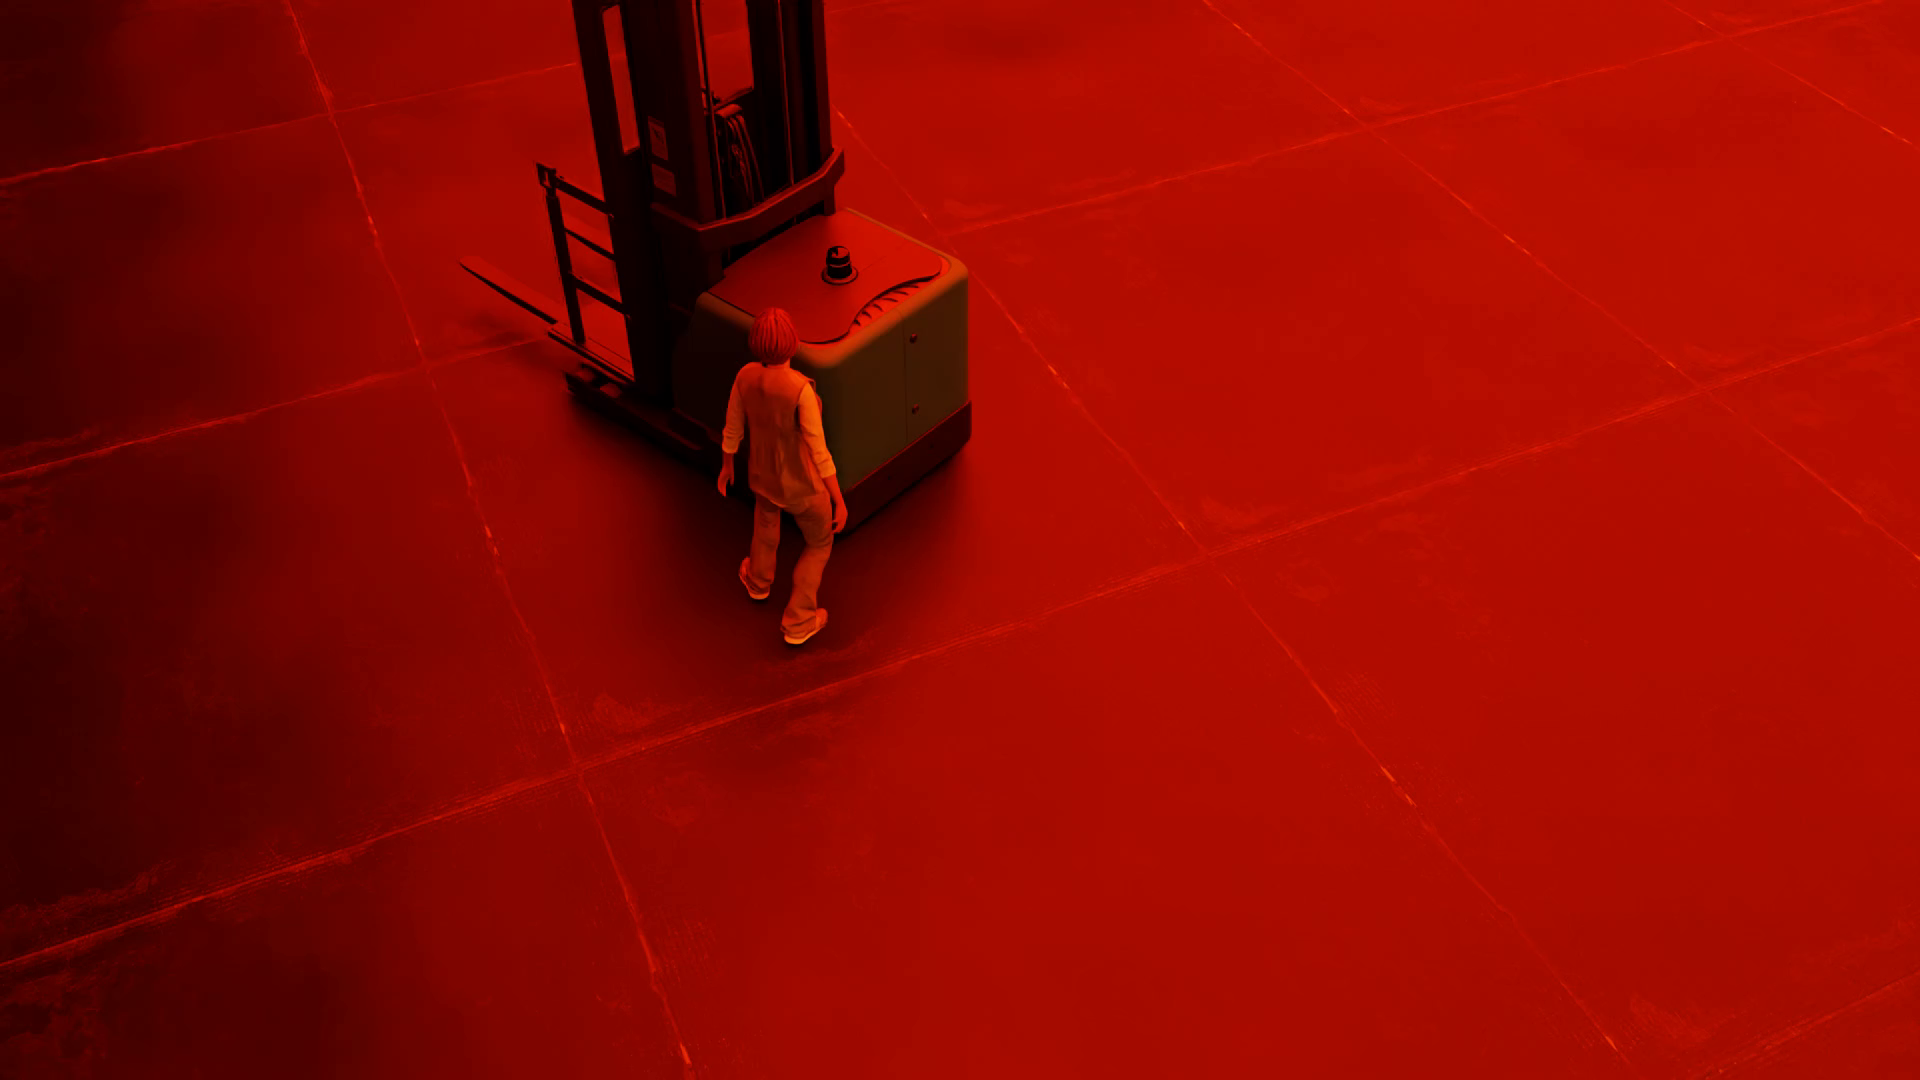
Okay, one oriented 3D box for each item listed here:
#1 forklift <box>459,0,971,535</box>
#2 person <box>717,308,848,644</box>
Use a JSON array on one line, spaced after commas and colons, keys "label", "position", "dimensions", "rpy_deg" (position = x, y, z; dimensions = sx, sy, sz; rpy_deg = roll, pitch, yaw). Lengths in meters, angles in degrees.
[{"label": "forklift", "position": [-1.393, -1.952, 7.772], "dimensions": [3.031, 2.935, 1.130], "rpy_deg": [30, 51, 28]}, {"label": "person", "position": [-0.748, -0.244, 6.976], "dimensions": [0.742, 1.564, 0.405], "rpy_deg": [26, 49, 25]}]
